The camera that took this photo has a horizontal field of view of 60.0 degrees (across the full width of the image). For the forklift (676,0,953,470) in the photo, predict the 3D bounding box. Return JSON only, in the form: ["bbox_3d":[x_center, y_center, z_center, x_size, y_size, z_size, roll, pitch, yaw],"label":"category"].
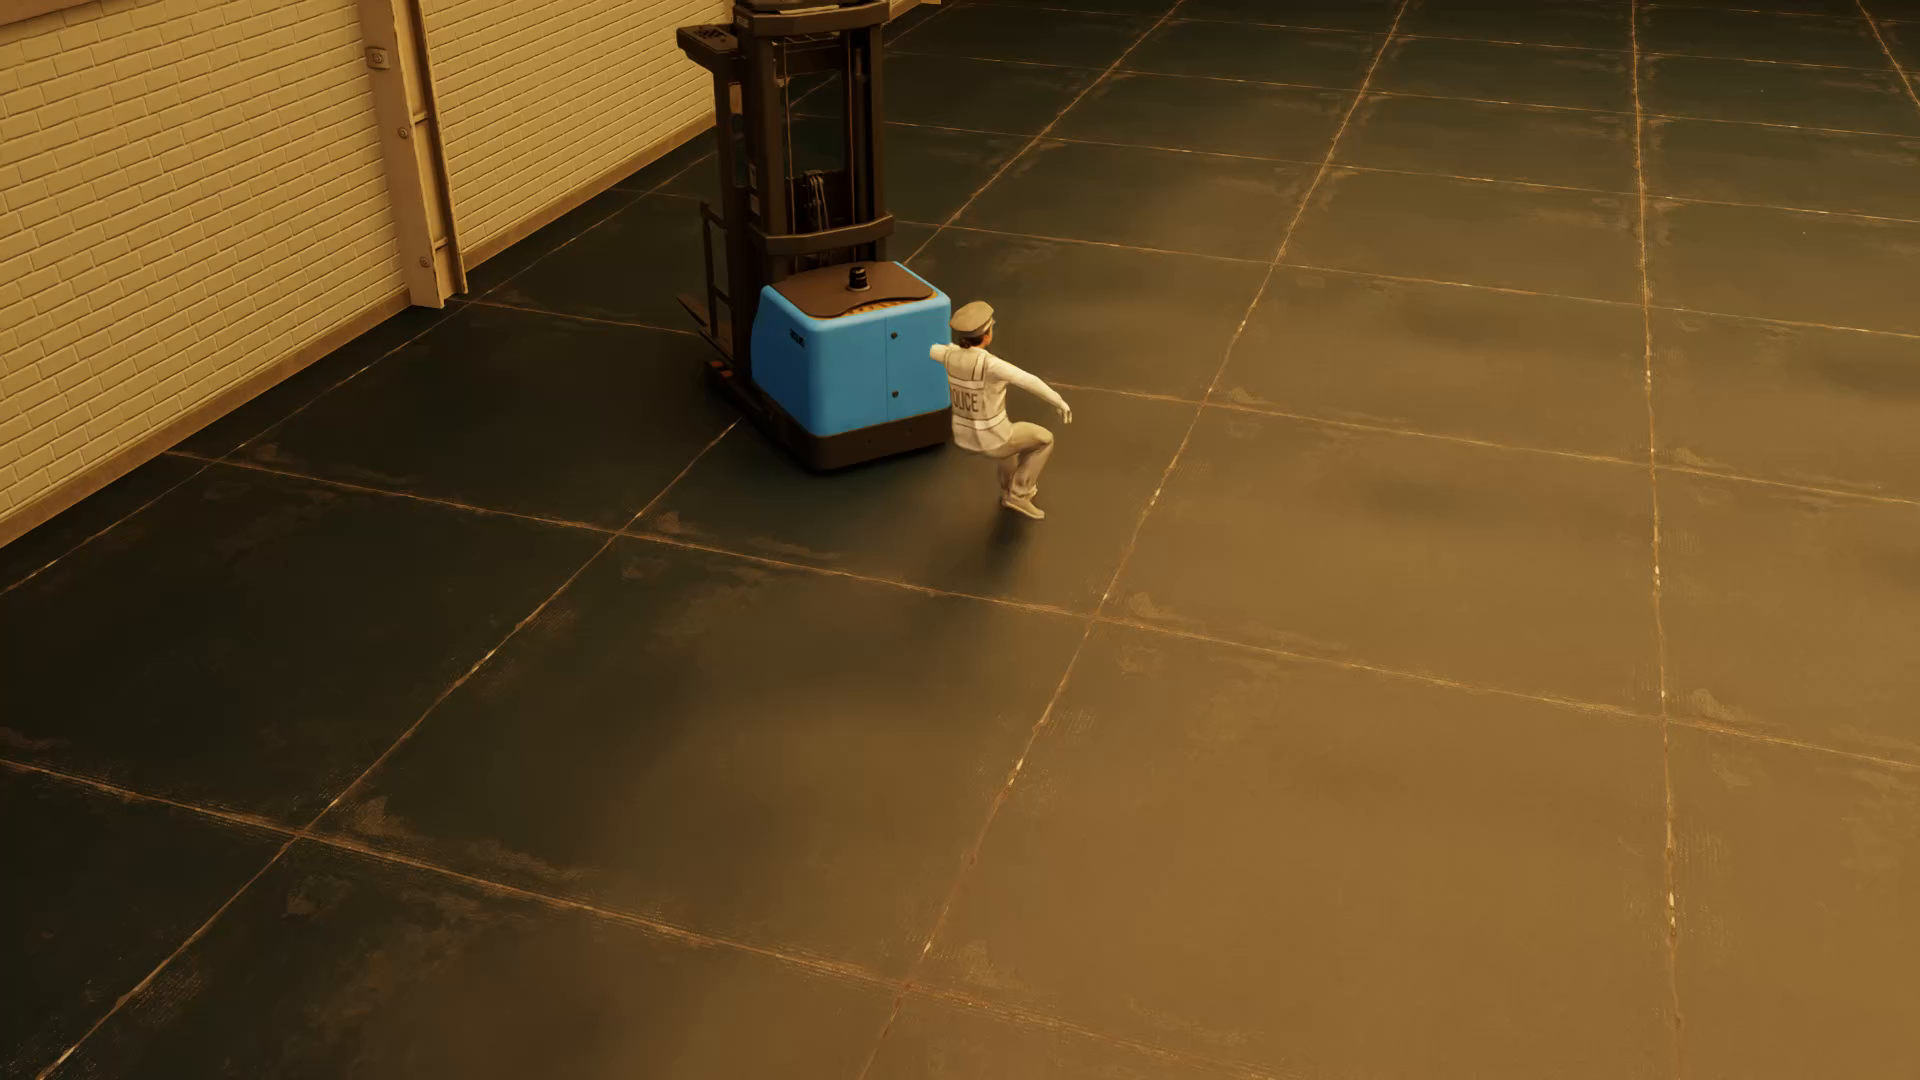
[{"bbox_3d":[-1.196,-2.423,11.388,1.130,2.935,3.031,-15,33,-25],"label":"forklift"}]

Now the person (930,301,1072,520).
[{"bbox_3d":[0.288,-0.769,9.951,1.047,1.466,0.782,24,37,35],"label":"person"}]
